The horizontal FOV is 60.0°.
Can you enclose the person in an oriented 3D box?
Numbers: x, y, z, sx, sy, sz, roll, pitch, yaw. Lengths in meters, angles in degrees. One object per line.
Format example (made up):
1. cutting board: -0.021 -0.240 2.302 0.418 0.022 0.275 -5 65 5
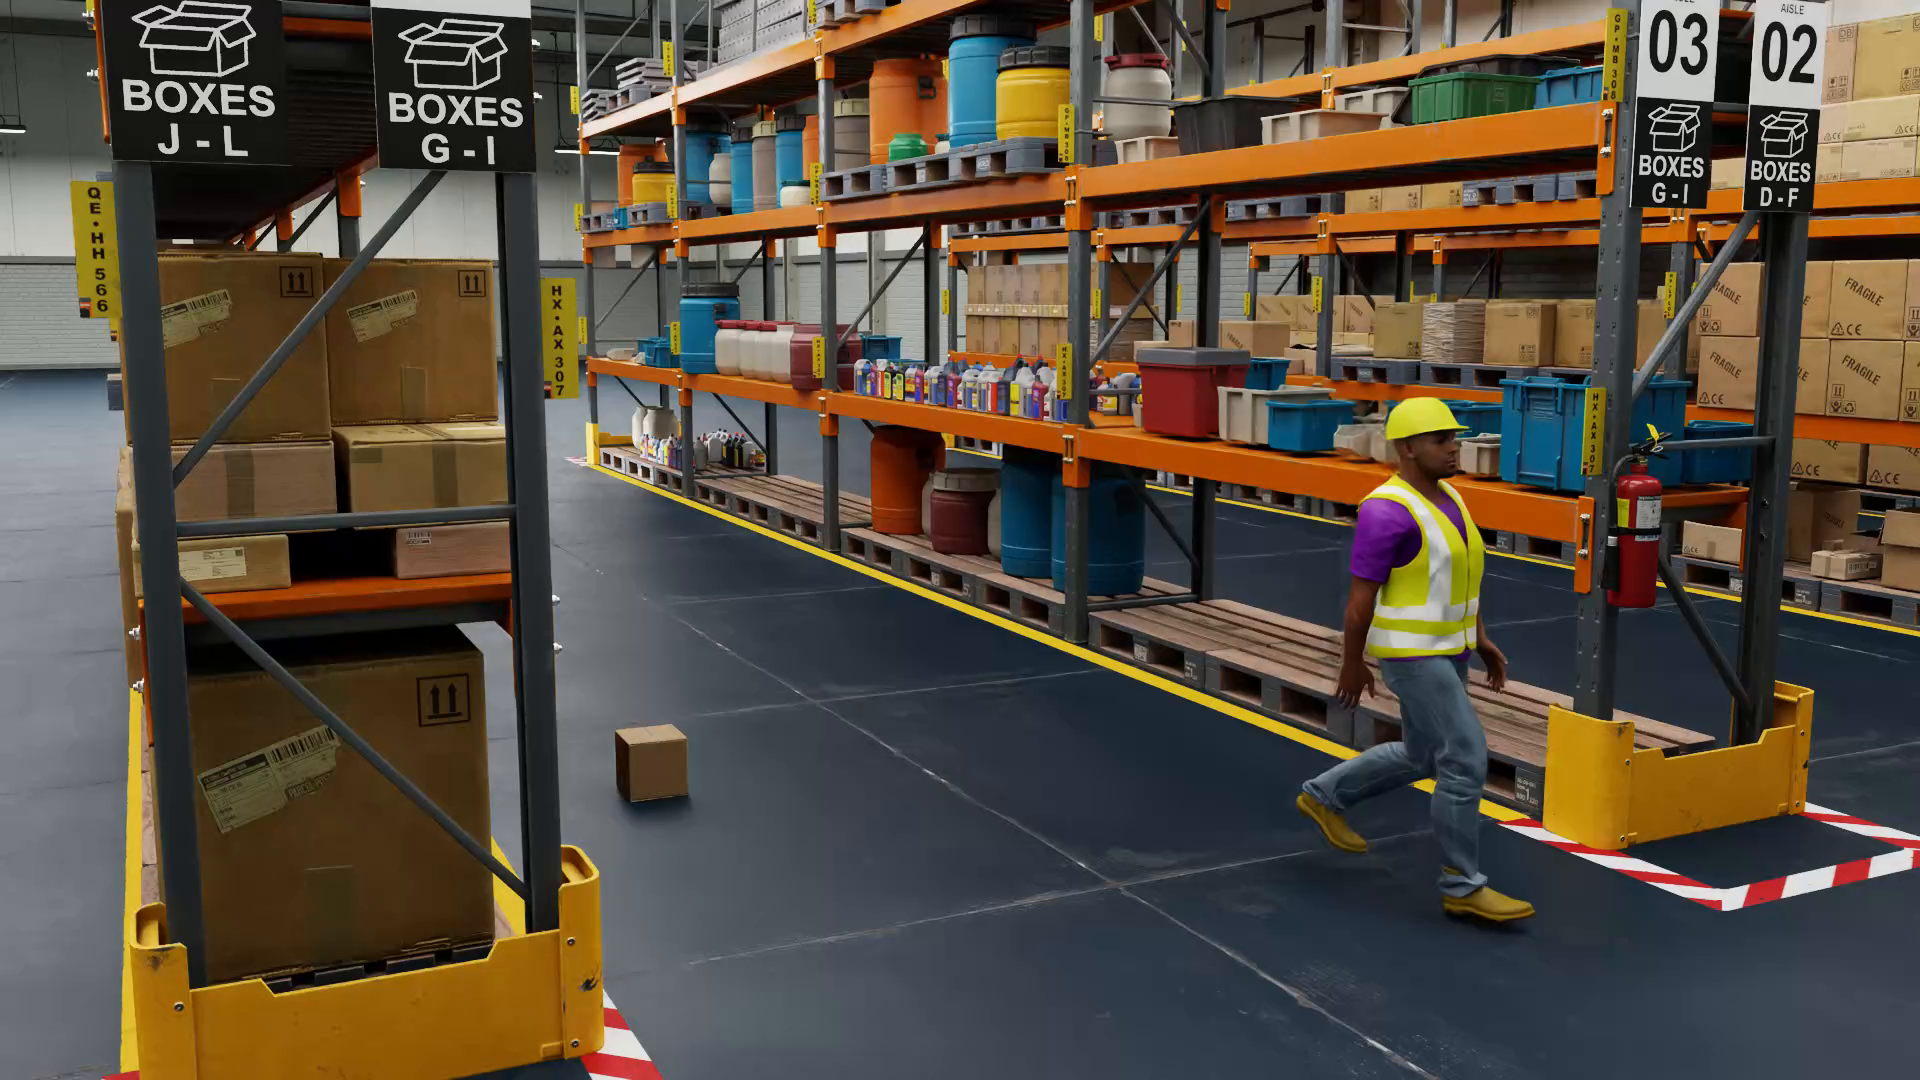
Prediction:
1. person: 1.514 0.339 5.743 0.744 1.675 0.559 7 11 37
